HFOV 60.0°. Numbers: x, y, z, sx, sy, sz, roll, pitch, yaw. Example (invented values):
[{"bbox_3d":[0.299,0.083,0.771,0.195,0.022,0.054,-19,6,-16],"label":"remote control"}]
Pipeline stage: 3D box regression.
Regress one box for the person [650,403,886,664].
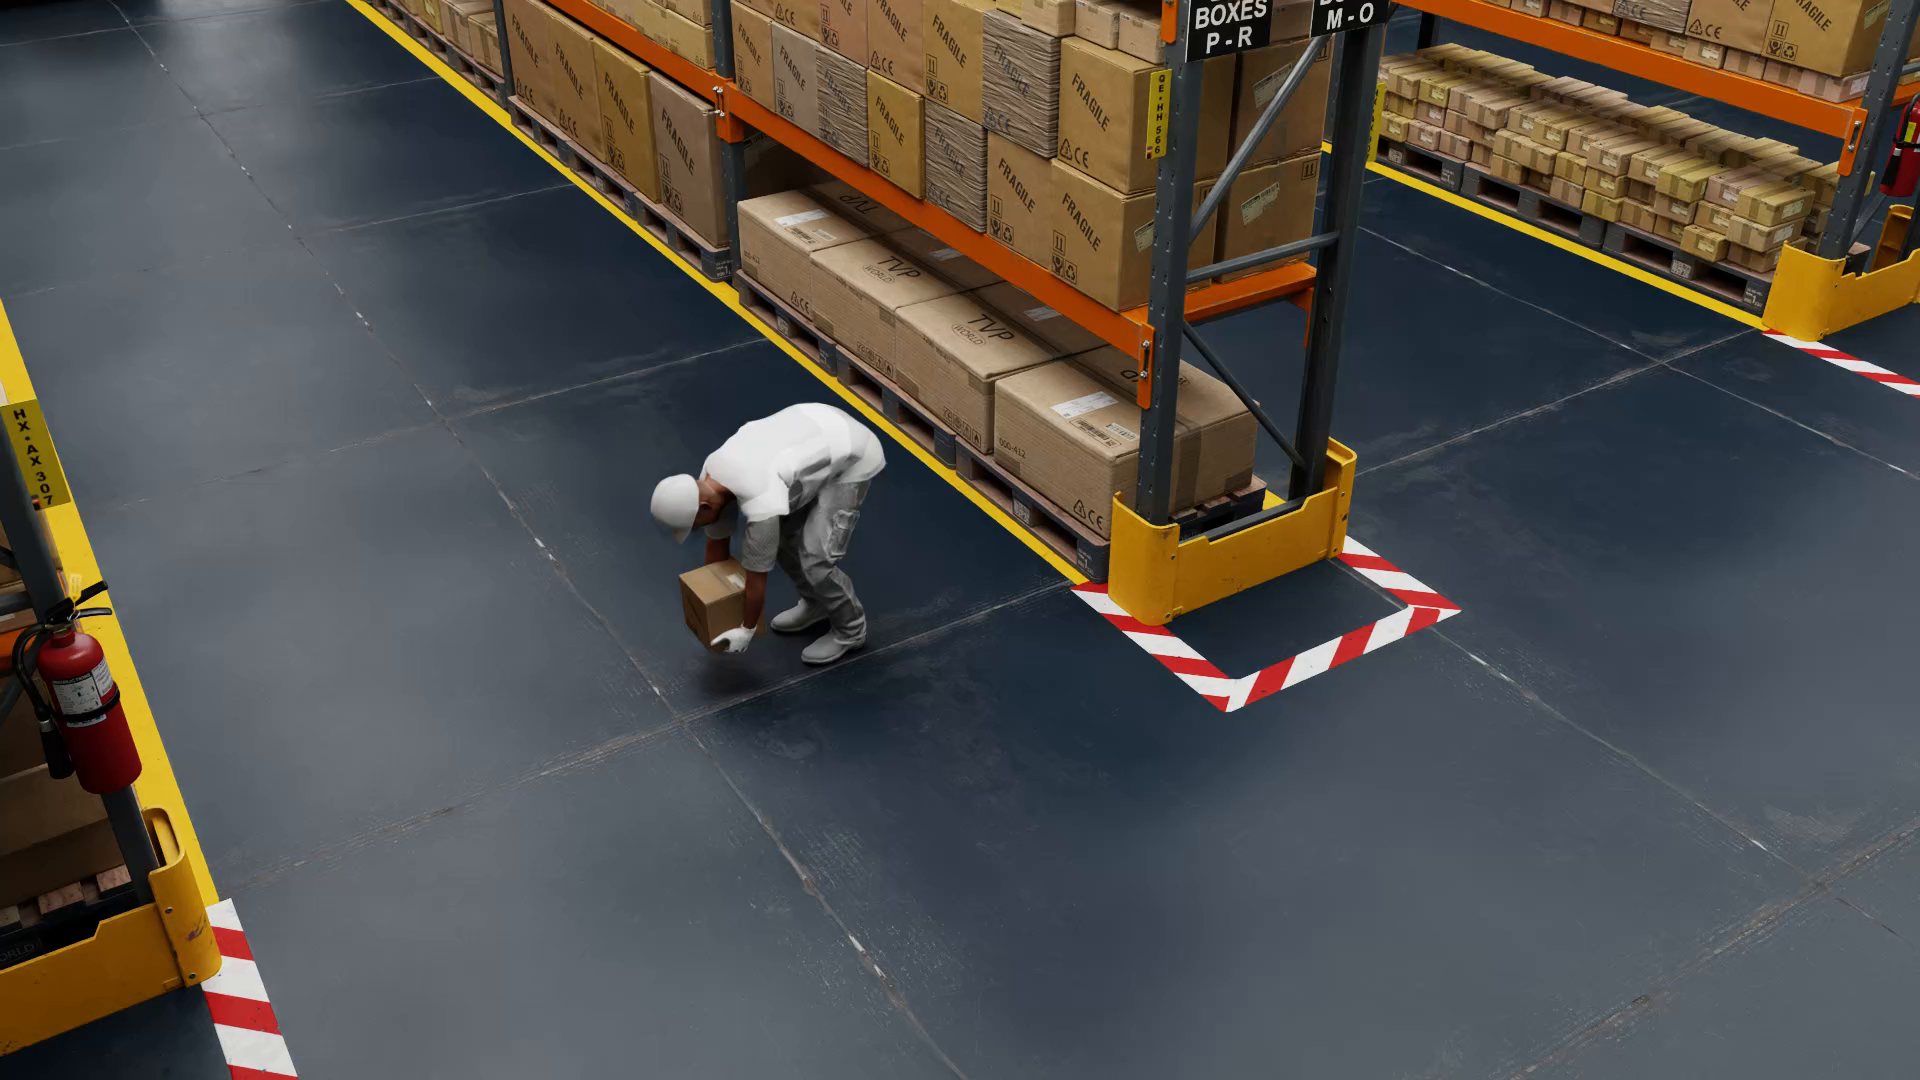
[{"bbox_3d":[-0.766,0.024,6.739,0.991,1.075,0.513,-21,38,-29],"label":"person"}]
